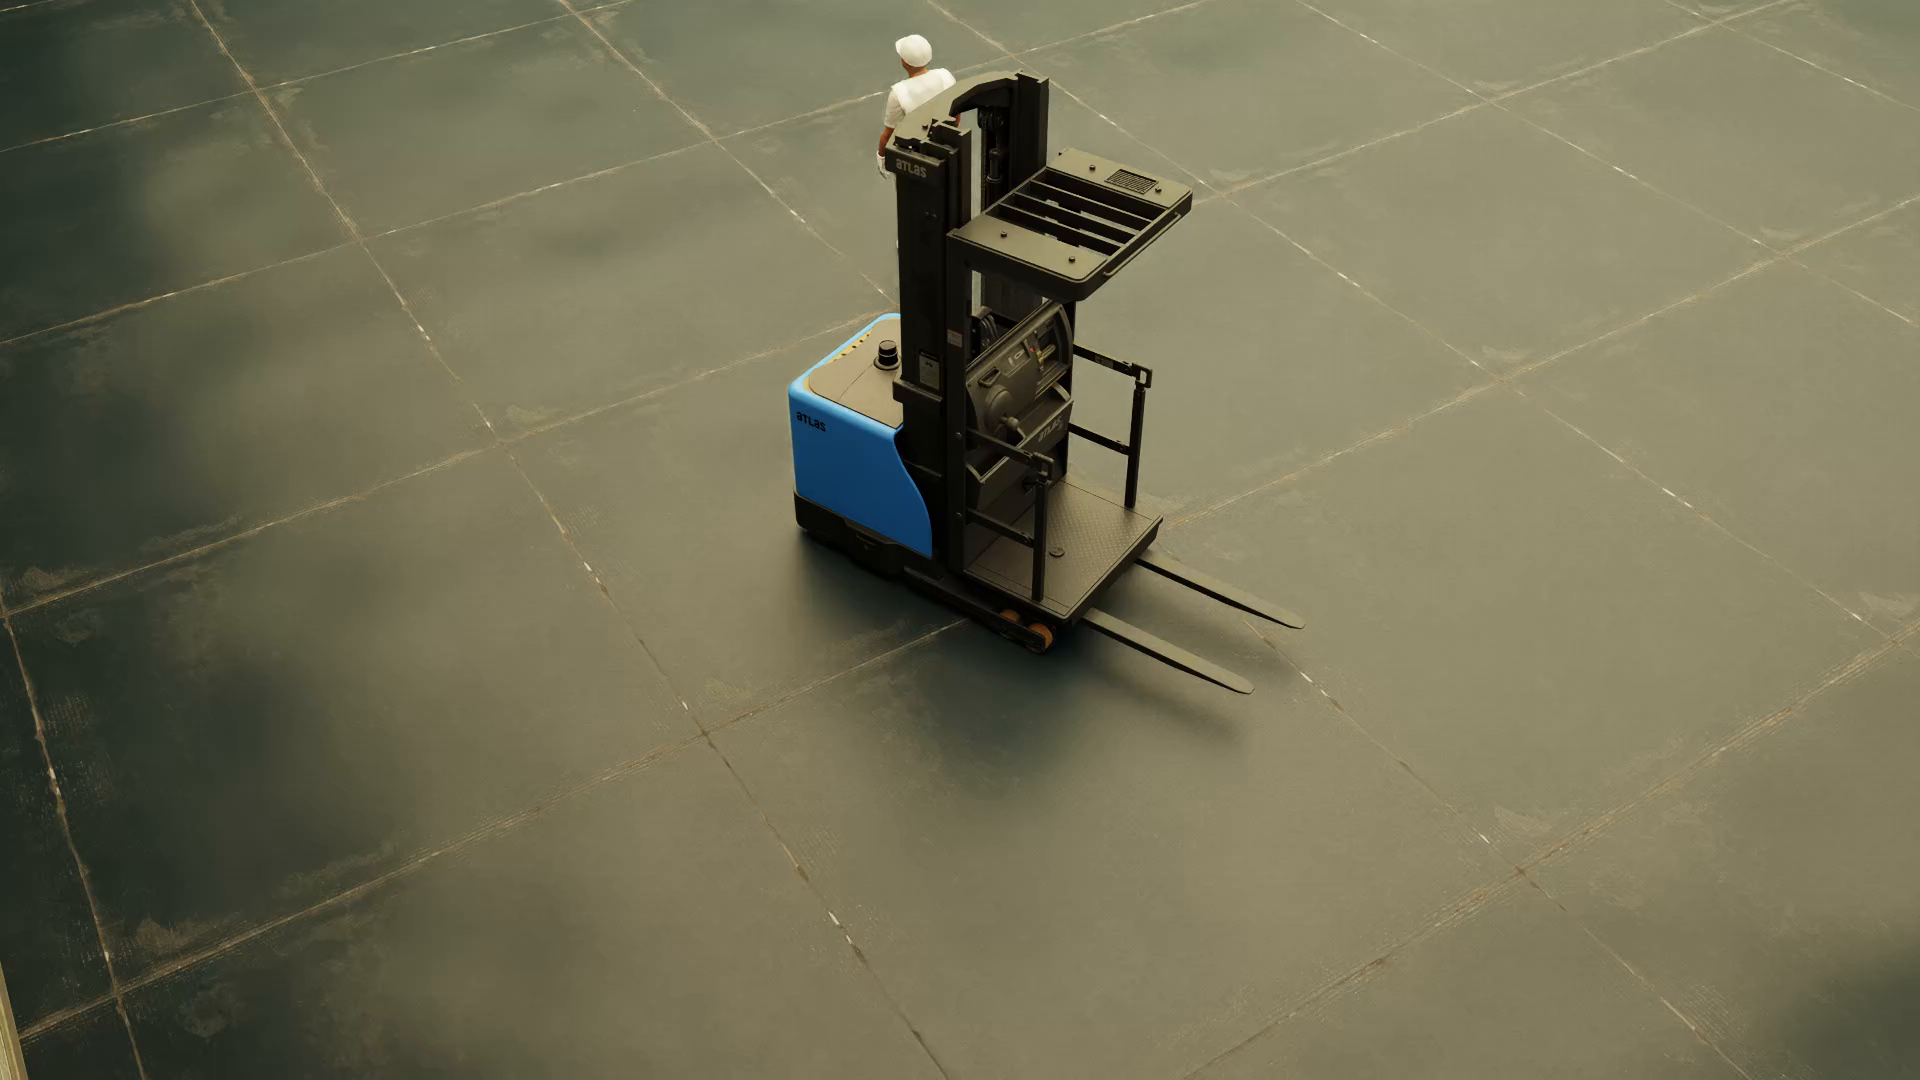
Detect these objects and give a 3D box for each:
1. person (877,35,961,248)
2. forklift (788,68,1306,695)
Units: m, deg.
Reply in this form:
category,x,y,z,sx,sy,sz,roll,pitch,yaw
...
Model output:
category,x,y,z,sx,sy,sz,roll,pitch,yaw
person,-0.327,-2.844,11.986,0.656,1.782,0.577,-21,45,-22
forklift,0.496,-0.872,8.869,3.031,2.935,1.130,25,47,26
